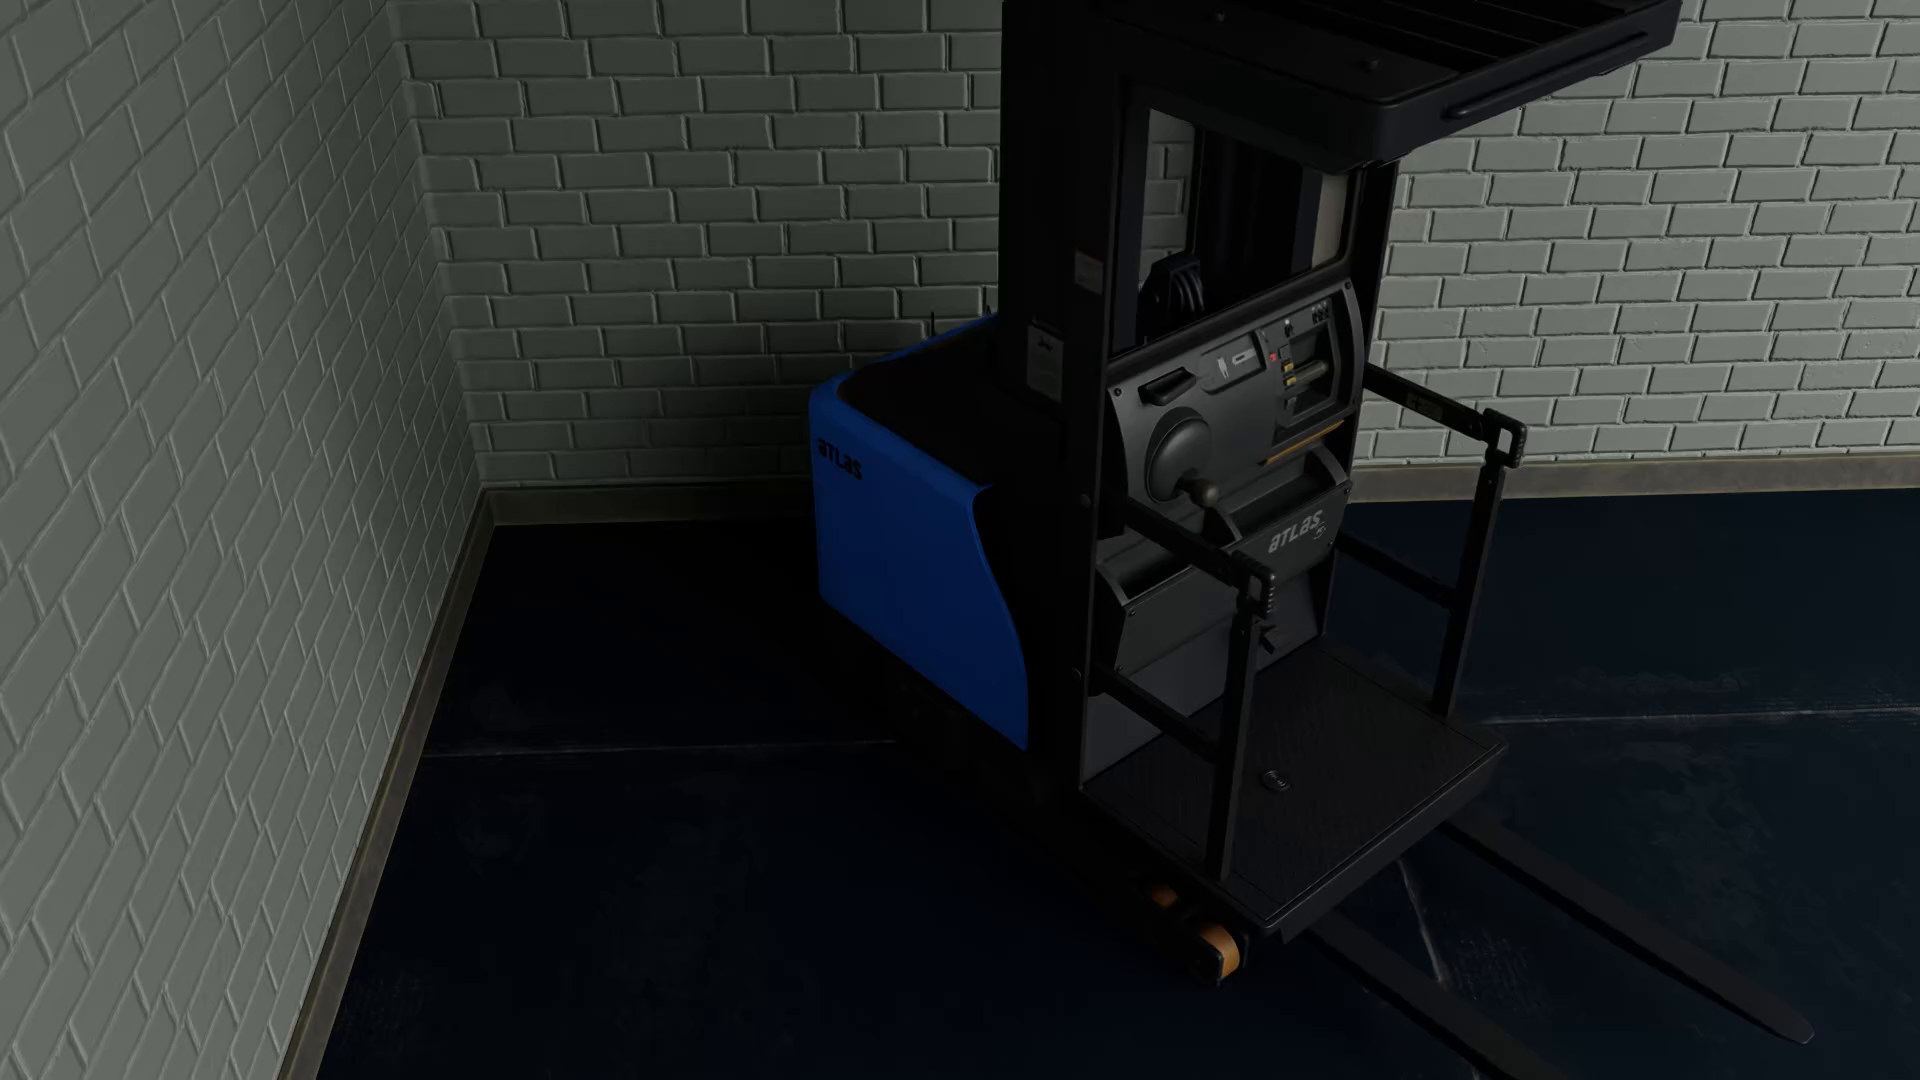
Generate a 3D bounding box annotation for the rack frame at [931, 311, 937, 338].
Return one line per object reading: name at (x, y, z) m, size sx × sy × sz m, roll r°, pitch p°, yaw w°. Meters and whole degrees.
rack frame at (-0.068, -0.366, 5.988) m, size 0.006 × 0.900 × 0.240 m, roll -9°, pitch 36°, yaw -12°

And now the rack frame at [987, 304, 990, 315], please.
rack frame at (0.129, -0.396, 6.031) m, size 0.006 × 0.900 × 0.240 m, roll -9°, pitch 36°, yaw -12°

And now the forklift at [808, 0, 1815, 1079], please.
forklift at (0.868, -0.333, 4.156) m, size 1.130 × 2.935 × 3.031 m, roll -26°, pitch 43°, yaw -33°

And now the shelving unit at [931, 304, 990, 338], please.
shelving unit at (0.030, -0.381, 6.009) m, size 0.210 × 0.900 × 0.258 m, roll -9°, pitch 36°, yaw -12°

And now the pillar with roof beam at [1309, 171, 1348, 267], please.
pillar with roof beam at (1.408, -1.322, 0.253) m, size 0.400 × 9.000 × 9.100 m, roll -2°, pitch 35°, yaw -2°
